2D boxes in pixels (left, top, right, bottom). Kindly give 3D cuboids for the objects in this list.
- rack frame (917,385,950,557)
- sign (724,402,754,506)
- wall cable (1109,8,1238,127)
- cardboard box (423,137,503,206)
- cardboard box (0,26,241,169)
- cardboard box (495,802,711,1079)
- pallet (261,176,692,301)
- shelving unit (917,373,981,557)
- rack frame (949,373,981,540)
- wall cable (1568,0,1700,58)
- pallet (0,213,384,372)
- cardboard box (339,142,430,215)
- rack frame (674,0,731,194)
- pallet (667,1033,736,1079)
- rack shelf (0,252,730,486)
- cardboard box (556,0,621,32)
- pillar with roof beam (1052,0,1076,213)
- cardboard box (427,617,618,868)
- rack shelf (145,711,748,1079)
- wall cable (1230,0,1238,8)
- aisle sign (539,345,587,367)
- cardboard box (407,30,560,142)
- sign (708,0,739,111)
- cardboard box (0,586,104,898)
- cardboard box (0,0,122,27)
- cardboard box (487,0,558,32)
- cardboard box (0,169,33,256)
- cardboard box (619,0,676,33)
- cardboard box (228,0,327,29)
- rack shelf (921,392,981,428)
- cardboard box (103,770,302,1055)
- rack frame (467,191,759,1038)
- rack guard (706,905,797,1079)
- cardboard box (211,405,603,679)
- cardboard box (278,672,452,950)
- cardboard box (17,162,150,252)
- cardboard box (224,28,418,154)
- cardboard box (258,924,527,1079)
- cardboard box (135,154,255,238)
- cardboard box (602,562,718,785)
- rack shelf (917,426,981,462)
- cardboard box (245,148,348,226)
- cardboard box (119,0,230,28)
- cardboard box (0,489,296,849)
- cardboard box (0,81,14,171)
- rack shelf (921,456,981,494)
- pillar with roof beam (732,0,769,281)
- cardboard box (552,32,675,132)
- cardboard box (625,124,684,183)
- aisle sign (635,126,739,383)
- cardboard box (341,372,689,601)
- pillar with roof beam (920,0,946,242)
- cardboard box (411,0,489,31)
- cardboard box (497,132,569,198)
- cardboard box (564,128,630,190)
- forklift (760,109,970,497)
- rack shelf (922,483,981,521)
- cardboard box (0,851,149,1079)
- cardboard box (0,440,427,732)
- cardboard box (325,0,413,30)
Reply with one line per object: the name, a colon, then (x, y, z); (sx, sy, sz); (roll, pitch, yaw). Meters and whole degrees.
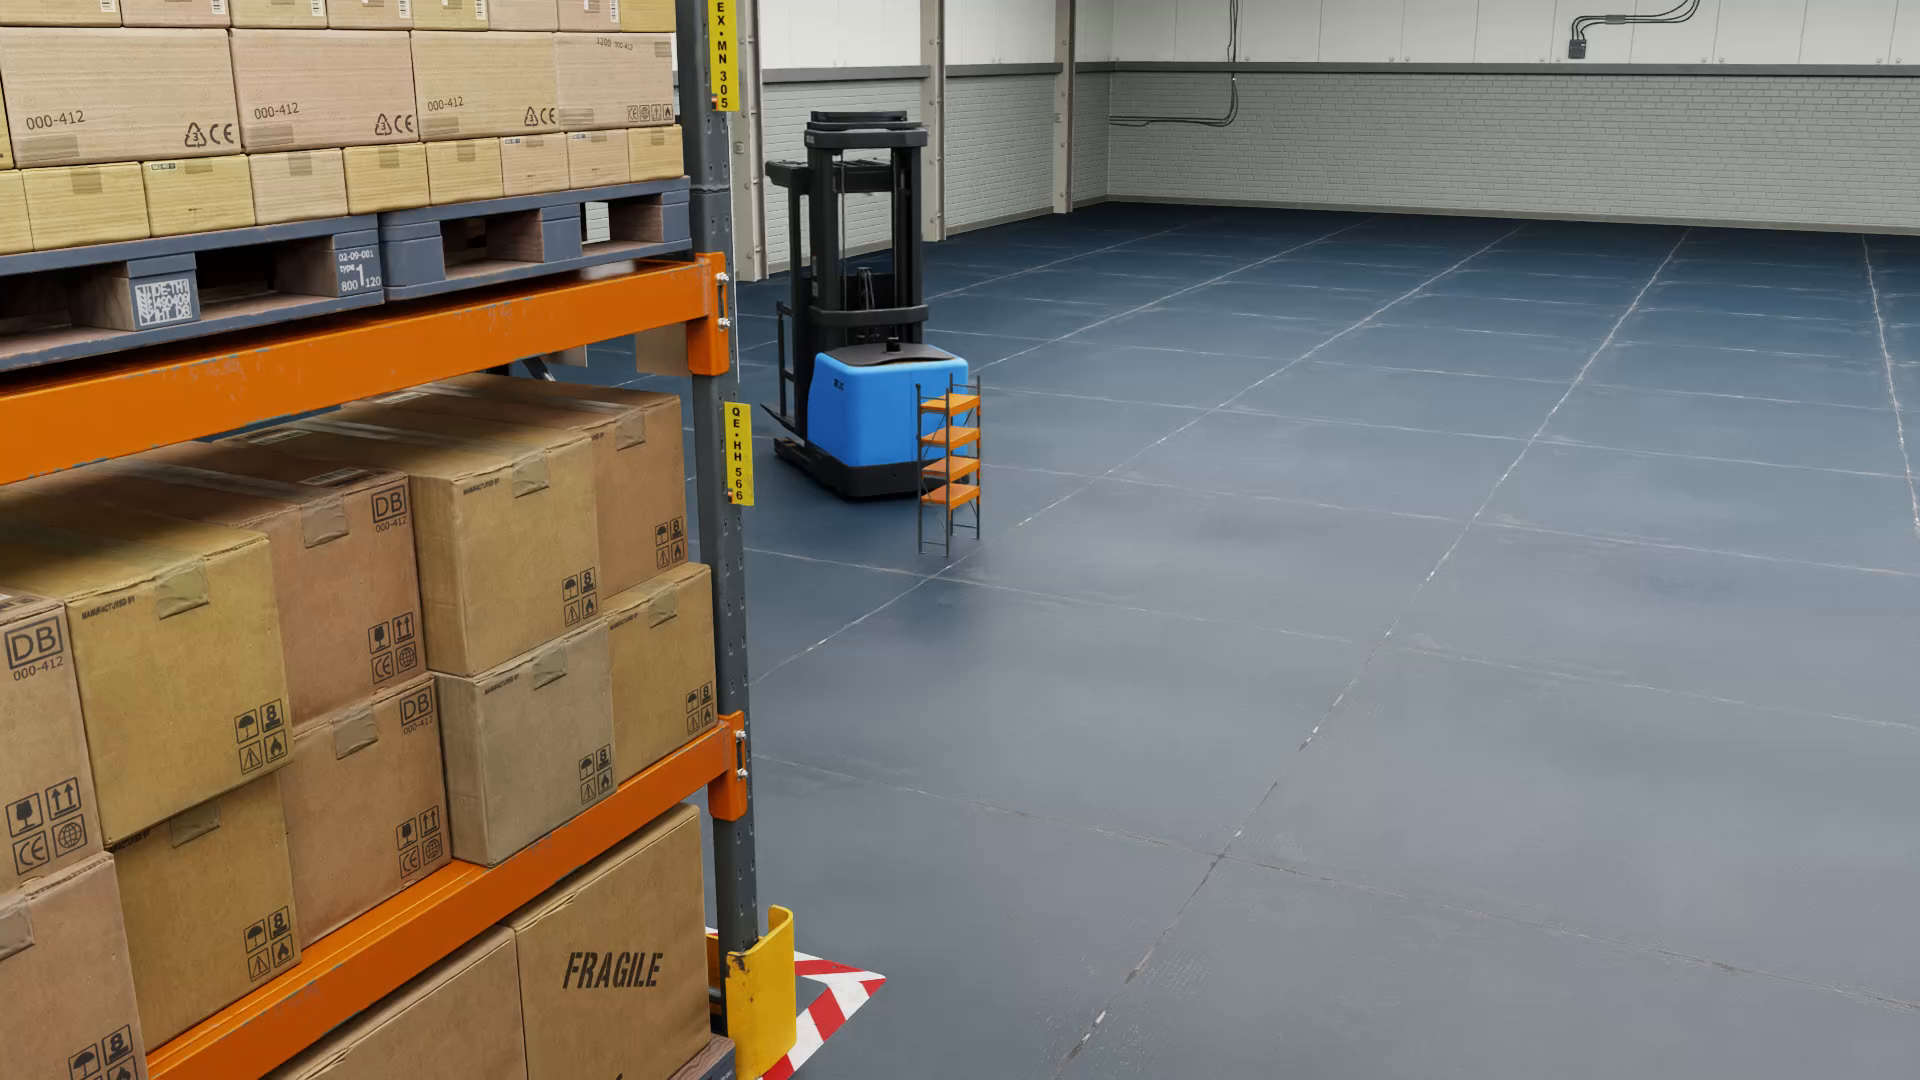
rack frame: (-0.183, -0.471, 11.502); (0.240, 1.200, 0.015); (8, 18, 25)
sign: (-0.695, -0.269, 5.211); (0.100, 0.325, 0.005); (8, 18, 25)
wall cable: (4.697, -10.456, 36.875); (3.097, 2.526, 0.112); (8, 18, 25)
cardboard box: (-1.360, -0.918, 4.106); (0.380, 0.149, 0.250); (8, 18, 26)
cardboard box: (-1.818, -0.887, 3.302); (0.500, 0.250, 0.500); (8, 18, 26)
cardboard box: (-1.418, 1.326, 5.287); (0.875, 0.875, 0.875); (8, 18, 26)
pallet: (-1.496, -0.878, 4.599); (1.003, 0.211, 1.213); (8, 18, 25)
shelving unit: (-0.074, -0.533, 11.712); (0.258, 1.200, 0.503); (8, 18, 25)
rack frame: (0.035, -0.595, 11.921); (0.240, 1.200, 0.015); (8, 18, 25)
wall cable: (13.183, -12.363, 31.869); (2.305, 6.003, 0.169); (8, 18, 25)
pallet: (-2.040, -0.566, 3.549); (1.003, 0.211, 1.213); (8, 18, 25)
cardboard box: (-1.474, -0.852, 3.886); (0.380, 0.149, 0.250); (8, 18, 25)
rack frame: (-1.174, -2.549, 4.800); (1.000, 3.000, 0.127); (8, 18, 25)
pallet: (-1.461, 1.878, 5.332); (1.003, 0.211, 1.213); (8, 18, 25)
rack shelf: (-2.068, -0.256, 3.615); (1.077, 0.370, 4.000); (8, 18, 25)
cardboard box: (-1.134, -1.429, 4.428); (0.380, 0.149, 0.250); (8, 18, 26)
pillar with roof beam: (6.049, -10.814, 32.629); (9.100, 9.000, 0.400); (8, 18, 25)
cardboard box: (-1.526, 0.498, 4.814); (0.875, 0.550, 0.550); (8, 18, 25)
rack shelf: (-2.068, 1.182, 4.042); (1.077, 0.370, 4.000); (8, 18, 25)
wall cable: (7.118, -12.532, 34.998); (3.097, 2.526, 0.112); (8, 18, 25)
aisle sign: (-1.411, -0.975, 5.474); (0.394, 0.787, 0.004); (8, 18, 25)
cardboard box: (-1.367, -1.143, 4.164); (0.500, 0.250, 0.500); (8, 18, 25)
sign: (-0.695, -1.425, 4.868); (0.100, 0.325, 0.005); (8, 18, 25)
cardboard box: (-2.260, 0.392, 3.276); (0.875, 0.550, 0.550); (8, 18, 25)
cardboard box: (-1.815, -1.040, 3.116); (0.380, 0.149, 0.250); (8, 18, 25)
cardboard box: (-1.248, -1.364, 4.208); (0.380, 0.149, 0.250); (8, 19, 26)
cardboard box: (-1.927, -0.595, 3.018); (0.380, 0.149, 0.250); (8, 18, 25)
cardboard box: (-1.021, -1.493, 4.641); (0.380, 0.149, 0.250); (8, 18, 26)
cardboard box: (-1.589, -1.169, 3.551); (0.380, 0.149, 0.250); (8, 18, 25)
rack shelf: (-0.074, -0.910, 11.600); (0.258, 0.148, 0.480); (8, 18, 25)
cardboard box: (-2.088, 0.765, 3.916); (0.875, 0.550, 0.500); (8, 18, 25)
rack frame: (-1.174, 0.327, 5.654); (1.000, 3.000, 0.127); (8, 18, 25)
rack guard: (-1.163, 1.519, 6.031); (1.175, 0.500, 0.348); (8, 18, 25)
cardboard box: (-1.538, -0.021, 4.666); (0.875, 0.550, 0.550); (8, 18, 25)
cardboard box: (-1.888, 0.625, 4.388); (0.875, 0.550, 0.550); (8, 18, 25)
cardboard box: (-1.815, -0.658, 3.230); (0.380, 0.149, 0.250); (8, 18, 26)
cardboard box: (-1.592, -1.015, 3.734); (0.500, 0.250, 0.500); (8, 18, 25)
cardboard box: (-1.809, 1.550, 4.532); (0.875, 0.875, 0.875); (8, 18, 25)
cardboard box: (-1.701, -0.723, 3.451); (0.380, 0.149, 0.250); (8, 18, 26)
cardboard box: (-1.299, 0.356, 5.295); (0.875, 0.550, 0.550); (8, 18, 25)
rack shelf: (-0.074, -0.683, 11.667); (0.258, 0.148, 0.480); (8, 18, 25)
cardboard box: (-1.588, -0.788, 3.669); (0.380, 0.149, 0.250); (8, 18, 26)
cardboard box: (-1.703, -1.104, 3.333); (0.380, 0.149, 0.250); (8, 18, 26)
cardboard box: (-2.030, 0.256, 3.734); (0.875, 0.550, 0.500); (8, 18, 25)
cardboard box: (-2.043, -0.758, 2.868); (0.500, 0.250, 0.500); (8, 18, 25)
rack shelf: (-0.074, -0.469, 11.731); (0.258, 0.148, 0.480); (8, 18, 25)
pillar with roof beam: (0.687, -7.758, 22.338); (9.100, 9.000, 0.400); (8, 18, 25)
cardboard box: (-1.143, -1.270, 4.593); (0.500, 0.250, 0.500); (8, 18, 26)
cardboard box: (-1.019, -1.112, 4.759); (0.380, 0.149, 0.250); (8, 18, 25)
aisle sign: (-0.874, -0.899, 5.217); (0.394, 0.787, 0.004); (8, 18, 25)
cardboard box: (-1.375, -0.173, 5.178); (0.875, 0.550, 0.550); (8, 18, 25)
pillar with roof beam: (3.368, -9.286, 27.484); (9.100, 9.000, 0.400); (8, 18, 25)
cardboard box: (-1.363, -1.298, 3.985); (0.380, 0.149, 0.250); (8, 19, 26)
cardboard box: (-1.247, -0.982, 4.322); (0.380, 0.149, 0.250); (8, 18, 26)
cardboard box: (-1.133, -1.048, 4.543); (0.380, 0.149, 0.250); (8, 18, 26)
forklift: (-0.965, -2.115, 13.996); (1.130, 2.935, 3.031); (-7, 18, -22)
rack shelf: (-0.074, -0.278, 11.787); (0.258, 0.148, 0.480); (8, 18, 25)
cardboard box: (-2.235, 0.913, 3.418); (0.875, 0.550, 0.550); (8, 18, 25)
cardboard box: (-1.910, 0.104, 4.244); (0.875, 0.550, 0.550); (8, 18, 25)
cardboard box: (-1.475, -1.234, 3.772); (0.380, 0.149, 0.250); (8, 18, 26)
